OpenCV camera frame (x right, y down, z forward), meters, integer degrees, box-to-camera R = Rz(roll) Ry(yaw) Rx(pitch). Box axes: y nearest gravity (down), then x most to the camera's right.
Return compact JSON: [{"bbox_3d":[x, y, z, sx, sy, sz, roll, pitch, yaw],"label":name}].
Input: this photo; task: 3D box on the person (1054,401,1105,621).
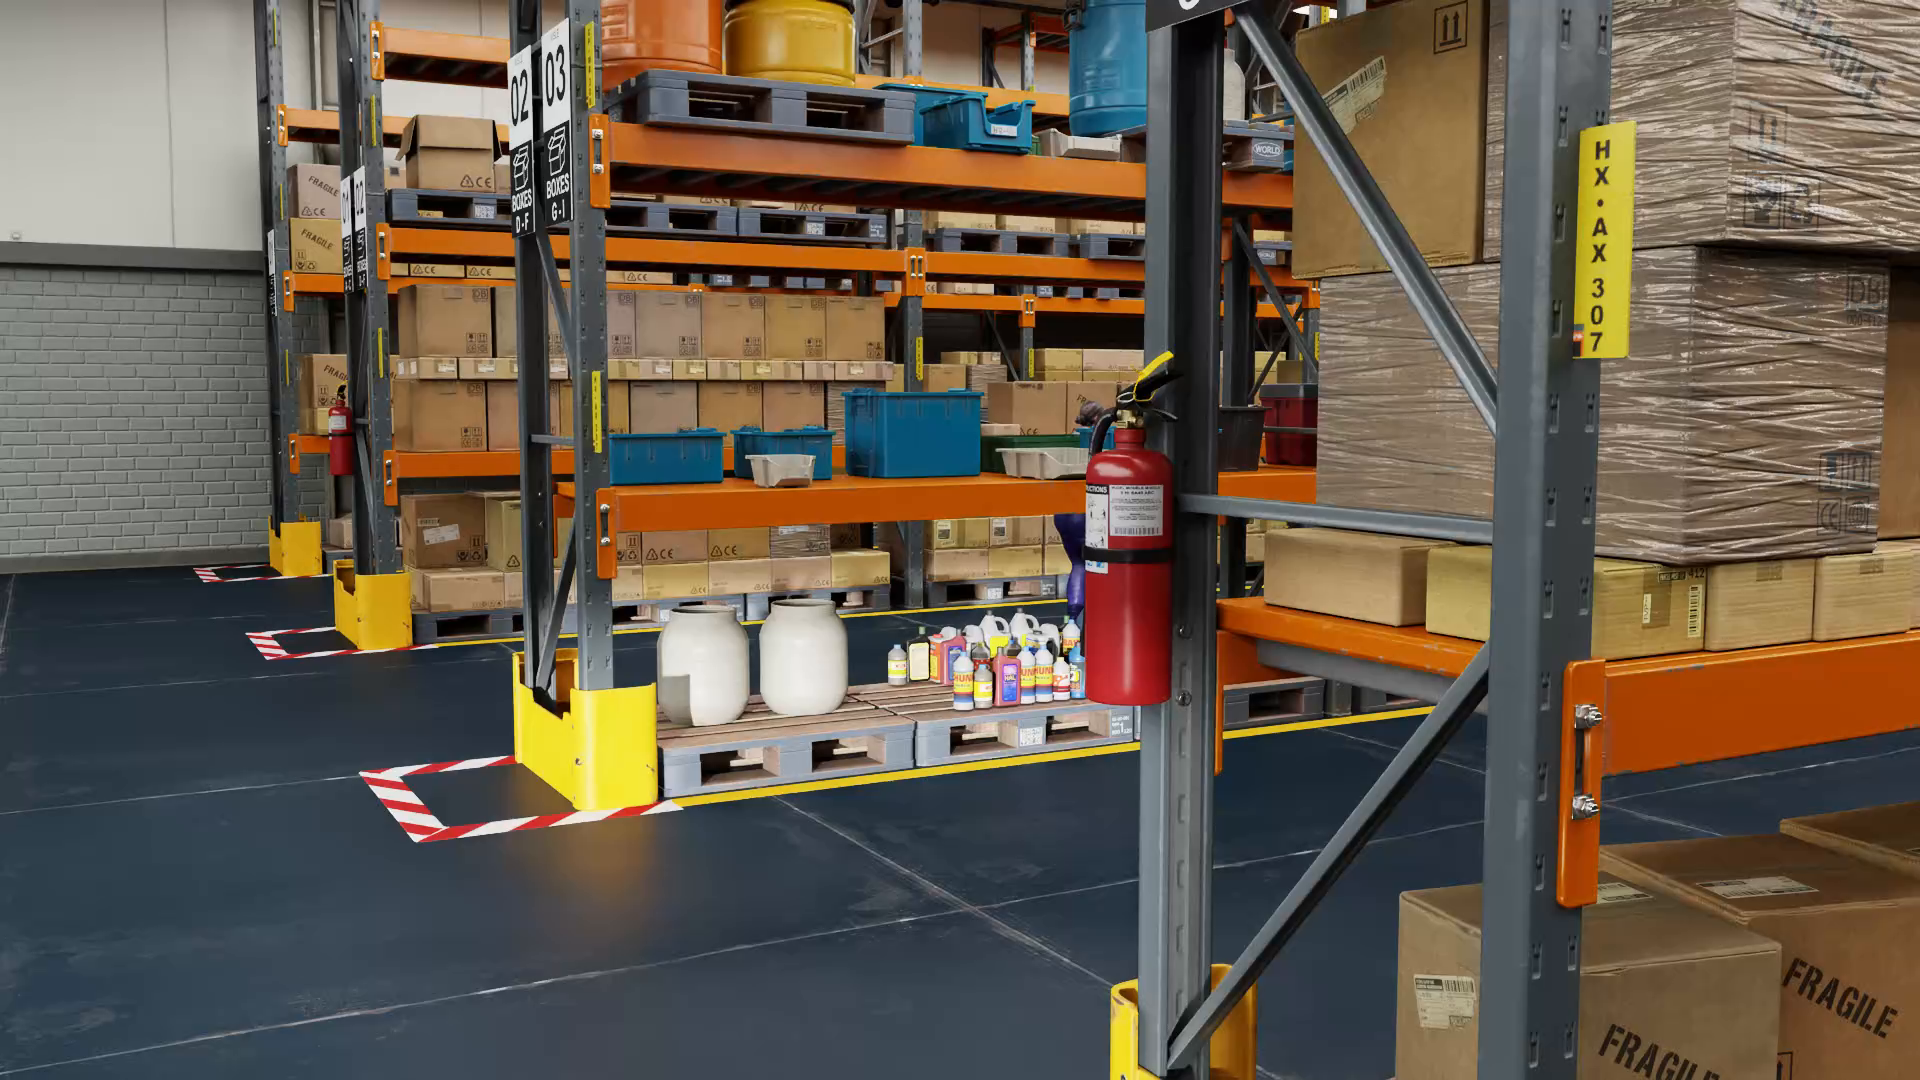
[{"bbox_3d":[0.906,-0.151,11.728,0.413,1.652,0.541,-3,6,-29],"label":"person"}]
